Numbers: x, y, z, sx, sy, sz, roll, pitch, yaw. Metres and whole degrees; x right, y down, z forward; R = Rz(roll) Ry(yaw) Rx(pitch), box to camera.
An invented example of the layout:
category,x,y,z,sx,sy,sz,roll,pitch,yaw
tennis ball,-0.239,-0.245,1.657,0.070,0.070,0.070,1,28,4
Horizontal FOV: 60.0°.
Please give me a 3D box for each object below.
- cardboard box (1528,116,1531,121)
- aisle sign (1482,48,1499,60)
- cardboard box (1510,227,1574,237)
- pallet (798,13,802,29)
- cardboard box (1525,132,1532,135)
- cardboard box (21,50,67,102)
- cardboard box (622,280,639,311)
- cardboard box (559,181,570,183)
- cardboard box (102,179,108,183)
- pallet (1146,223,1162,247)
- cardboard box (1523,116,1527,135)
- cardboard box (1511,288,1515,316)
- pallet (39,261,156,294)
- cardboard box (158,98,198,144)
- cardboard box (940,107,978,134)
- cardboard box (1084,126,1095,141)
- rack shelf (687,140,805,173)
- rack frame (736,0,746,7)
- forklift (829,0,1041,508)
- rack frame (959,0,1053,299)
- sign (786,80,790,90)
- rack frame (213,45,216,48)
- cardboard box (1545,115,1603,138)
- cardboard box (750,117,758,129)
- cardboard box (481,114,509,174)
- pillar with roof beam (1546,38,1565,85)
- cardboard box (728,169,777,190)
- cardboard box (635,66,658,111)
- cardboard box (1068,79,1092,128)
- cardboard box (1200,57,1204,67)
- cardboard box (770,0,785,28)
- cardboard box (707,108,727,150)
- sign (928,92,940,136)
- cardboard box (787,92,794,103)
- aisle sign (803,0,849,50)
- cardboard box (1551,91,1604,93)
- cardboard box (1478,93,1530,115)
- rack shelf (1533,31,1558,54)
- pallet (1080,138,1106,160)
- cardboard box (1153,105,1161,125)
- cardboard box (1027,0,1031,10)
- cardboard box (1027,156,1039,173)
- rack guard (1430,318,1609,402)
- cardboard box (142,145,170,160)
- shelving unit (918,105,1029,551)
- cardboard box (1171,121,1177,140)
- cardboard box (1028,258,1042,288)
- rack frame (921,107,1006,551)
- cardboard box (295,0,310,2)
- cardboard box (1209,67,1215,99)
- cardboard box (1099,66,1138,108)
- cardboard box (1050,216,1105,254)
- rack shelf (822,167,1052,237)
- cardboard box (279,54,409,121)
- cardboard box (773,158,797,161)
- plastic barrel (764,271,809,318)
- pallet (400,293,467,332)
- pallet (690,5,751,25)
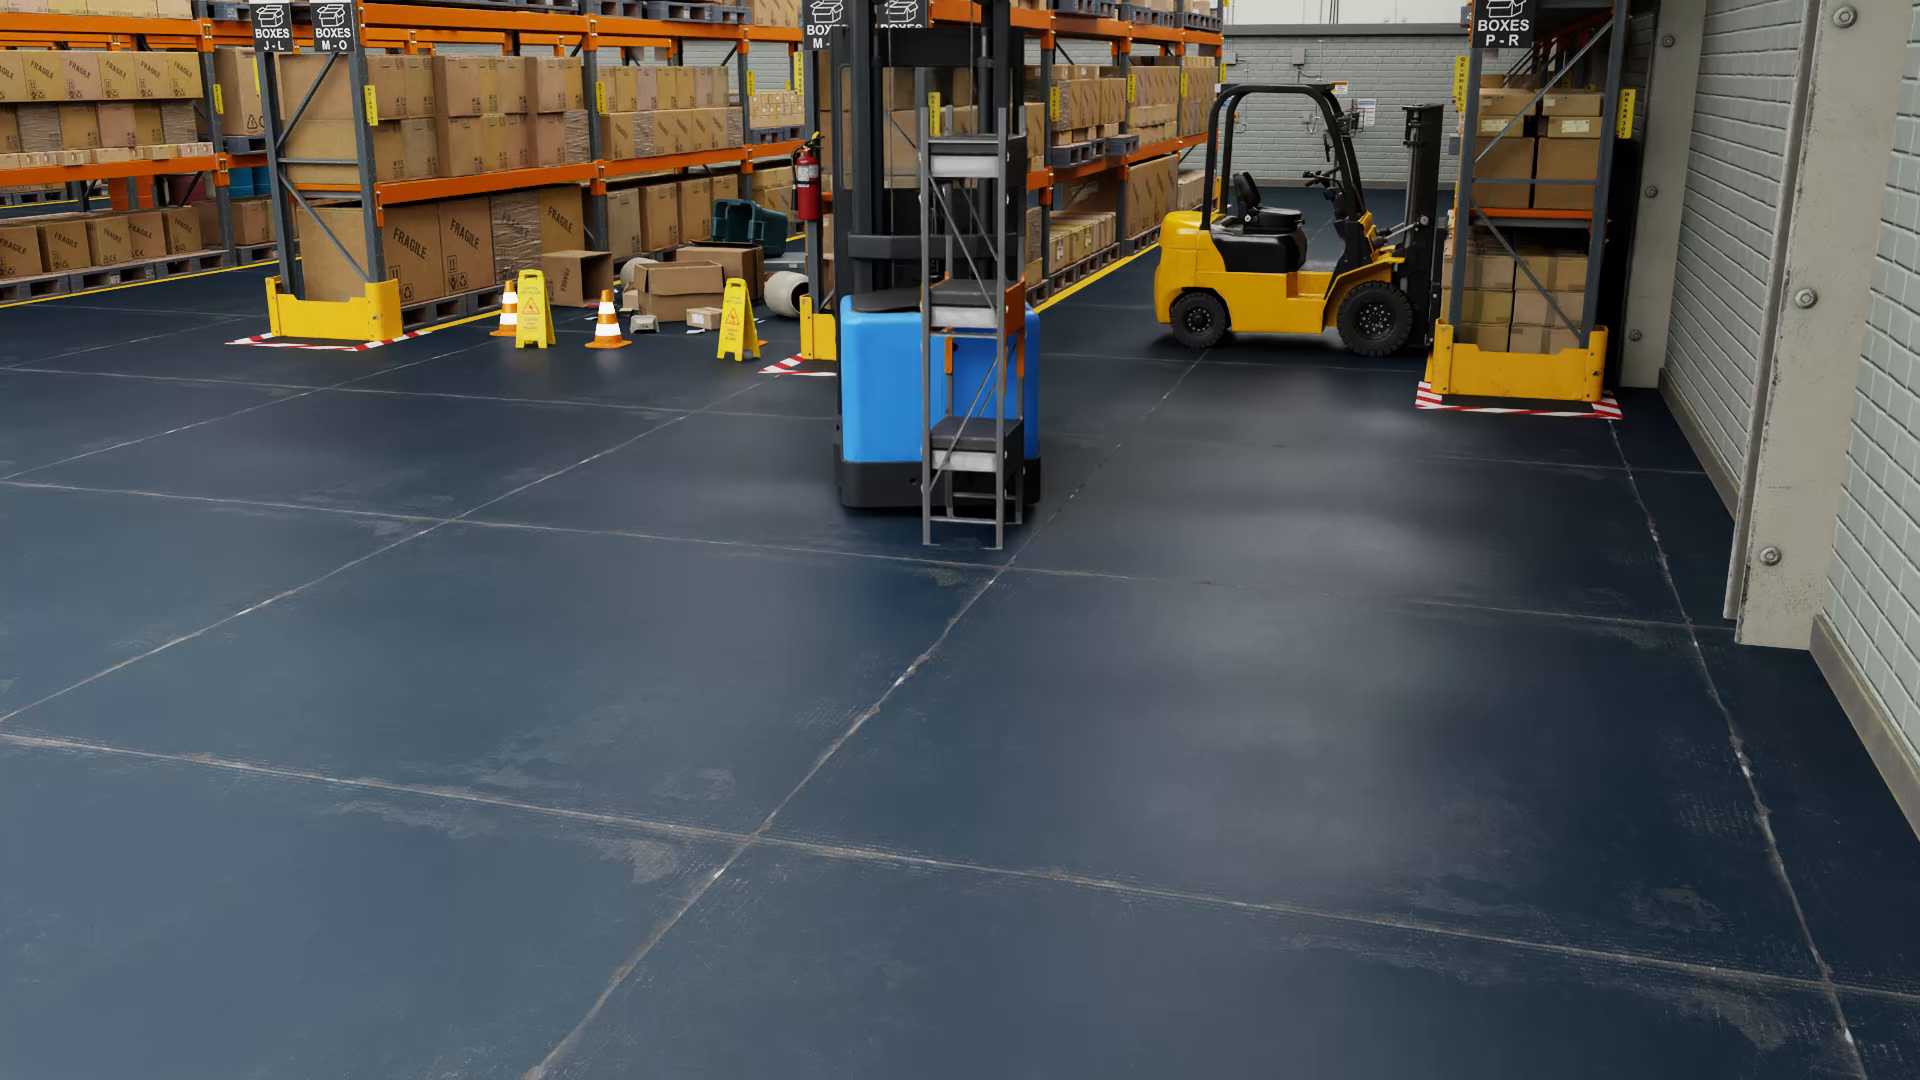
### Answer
category,x,y,z,sx,sy,sz,roll,pitch,yaw
cardboard box,5.478,-3.997,15.553,0.380,0.149,0.250,4,16,15
aisle sign,8.321,-7.993,26.247,0.394,0.787,0.004,5,16,16
cardboard box,4.932,-2.513,14.130,0.500,0.250,0.500,5,17,16
pallet,-2.658,-7.324,23.501,1.213,0.211,1.003,5,16,16
cardboard box,4.081,-2.847,12.688,0.500,0.500,0.500,5,17,18
cardboard box,-9.518,-4.724,16.926,0.500,0.500,0.500,5,16,16
cardboard box,-3.085,-2.395,16.287,0.396,0.266,0.258,8,18,25
cardboard box,-6.978,-5.818,26.469,1.225,0.875,0.875,5,16,16
cardboard box,-15.749,-6.745,30.999,0.380,0.166,0.250,5,16,16
pallet,2.194,-4.169,22.642,1.003,0.211,1.213,5,16,16
cardboard box,4.043,-3.120,12.461,0.380,0.149,0.250,5,17,17
cardboard box,4.501,-1.874,12.792,0.500,0.250,0.500,4,16,15
pallet,-9.590,-2.874,18.075,1.003,0.211,1.213,5,16,16
cardboard box,-9.276,-4.792,19.000,0.875,0.500,0.500,5,16,16
cardboard box,-0.036,-3.462,14.310,0.500,0.500,0.500,4,16,15
cardboard box,1.270,-4.486,18.338,0.380,0.149,0.250,5,17,18
rack shelf,-2.657,-5.527,23.636,1.077,0.370,4.000,5,16,16
rack frame,-3.225,-8.236,20.874,1.000,3.000,0.127,5,16,16
forklift,-0.203,-1.929,9.761,1.130,2.935,3.031,-1,16,-4
rack frame,0.413,-3.946,16.743,1.000,3.000,0.127,5,16,16
sign,-2.611,-6.853,25.406,0.100,0.325,0.005,5,16,16
rack frame,-15.175,-8.623,33.233,1.000,3.000,0.127,5,16,16
cardboard box,4.381,-2.944,11.840,0.380,0.149,0.250,4,16,14
cardboard box,-2.905,-5.532,22.027,0.380,0.149,0.250,4,16,15
cardboard box,-4.911,-3.854,16.144,0.875,0.550,0.500,5,16,16
pillar with roof beam,6.086,-10.557,29.057,9.100,9.000,0.400,5,16,16
cardboard box,-2.797,-4.871,22.444,0.500,0.250,0.500,4,16,13
cardboard box,-3.938,-5.229,19.254,0.700,0.500,0.500,5,17,16
cardboard box,1.116,-4.699,17.900,0.500,0.500,0.500,5,16,16
cardboard box,3.603,-7.479,25.995,0.380,0.149,0.250,5,17,17
cardboard box,-2.673,-7.101,22.187,0.500,0.500,0.500,5,16,16
cardboard box,-3.239,-5.129,20.731,0.500,0.500,0.500,5,16,16
sign,-0.204,-3.274,12.787,0.100,0.325,0.005,5,16,16
cardboard box,-2.536,-6.167,23.175,0.380,0.149,0.250,5,17,18
aisle sign,-1.020,-4.156,12.721,0.394,0.787,0.004,5,16,16
cardboard box,4.809,-3.421,12.978,0.380,0.149,0.250,4,16,15
cardboard box,3.976,-3.196,12.181,0.380,0.149,0.250,5,16,16
rack shelf,6.878,-6.228,20.613,1.077,0.370,4.000,5,16,16
pallet,1.026,-4.379,18.622,1.003,0.211,1.213,5,16,16
cardboard box,2.388,-5.670,22.182,0.500,0.250,0.500,5,17,17
cardboard box,0.459,-5.102,15.785,0.380,0.149,0.250,5,17,17
cardboard box,0.549,-3.651,16.166,0.380,0.149,0.250,5,17,17
rack guard,4.029,-1.306,12.019,1.175,0.500,0.348,5,16,16
cardboard box,-9.041,-4.315,18.505,0.380,0.149,0.250,5,16,16
shelving unit,0.071,-1.033,8.124,0.431,2.100,0.503,4,16,13
cardboard box,2.800,-5.830,23.660,0.500,0.250,0.500,4,16,15
cardboard box,0.502,-2.649,16.442,0.500,0.250,0.500,5,17,18
rack frame,0.015,-0.968,7.896,0.400,2.100,0.015,4,16,13
cardboard box,-8.138,-7.085,21.214,0.500,0.500,0.500,5,17,17
cardboard box,3.794,-7.331,26.662,0.500,0.500,0.500,5,16,16
cardboard box,1.924,-5.631,20.671,0.500,0.500,0.500,4,16,14
cardboard box,1.177,-3.589,19.533,0.950,0.372,0.625,4,16,15
rack shelf,-0.156,-3.076,14.997,1.077,0.370,4.000,5,16,16
cardboard box,-5.356,-3.942,14.478,0.875,0.550,0.550,5,16,16
cardboard box,-2.552,-5.583,24.955,0.500,0.250,0.500,4,16,13
plastic barrel,-1.589,-2.318,15.724,0.421,0.421,0.512,-10,19,-32
pallet,-5.346,-2.130,15.453,1.003,0.211,1.213,5,16,16
pallet,-3.357,-6.529,20.701,1.213,0.211,1.003,5,17,18
